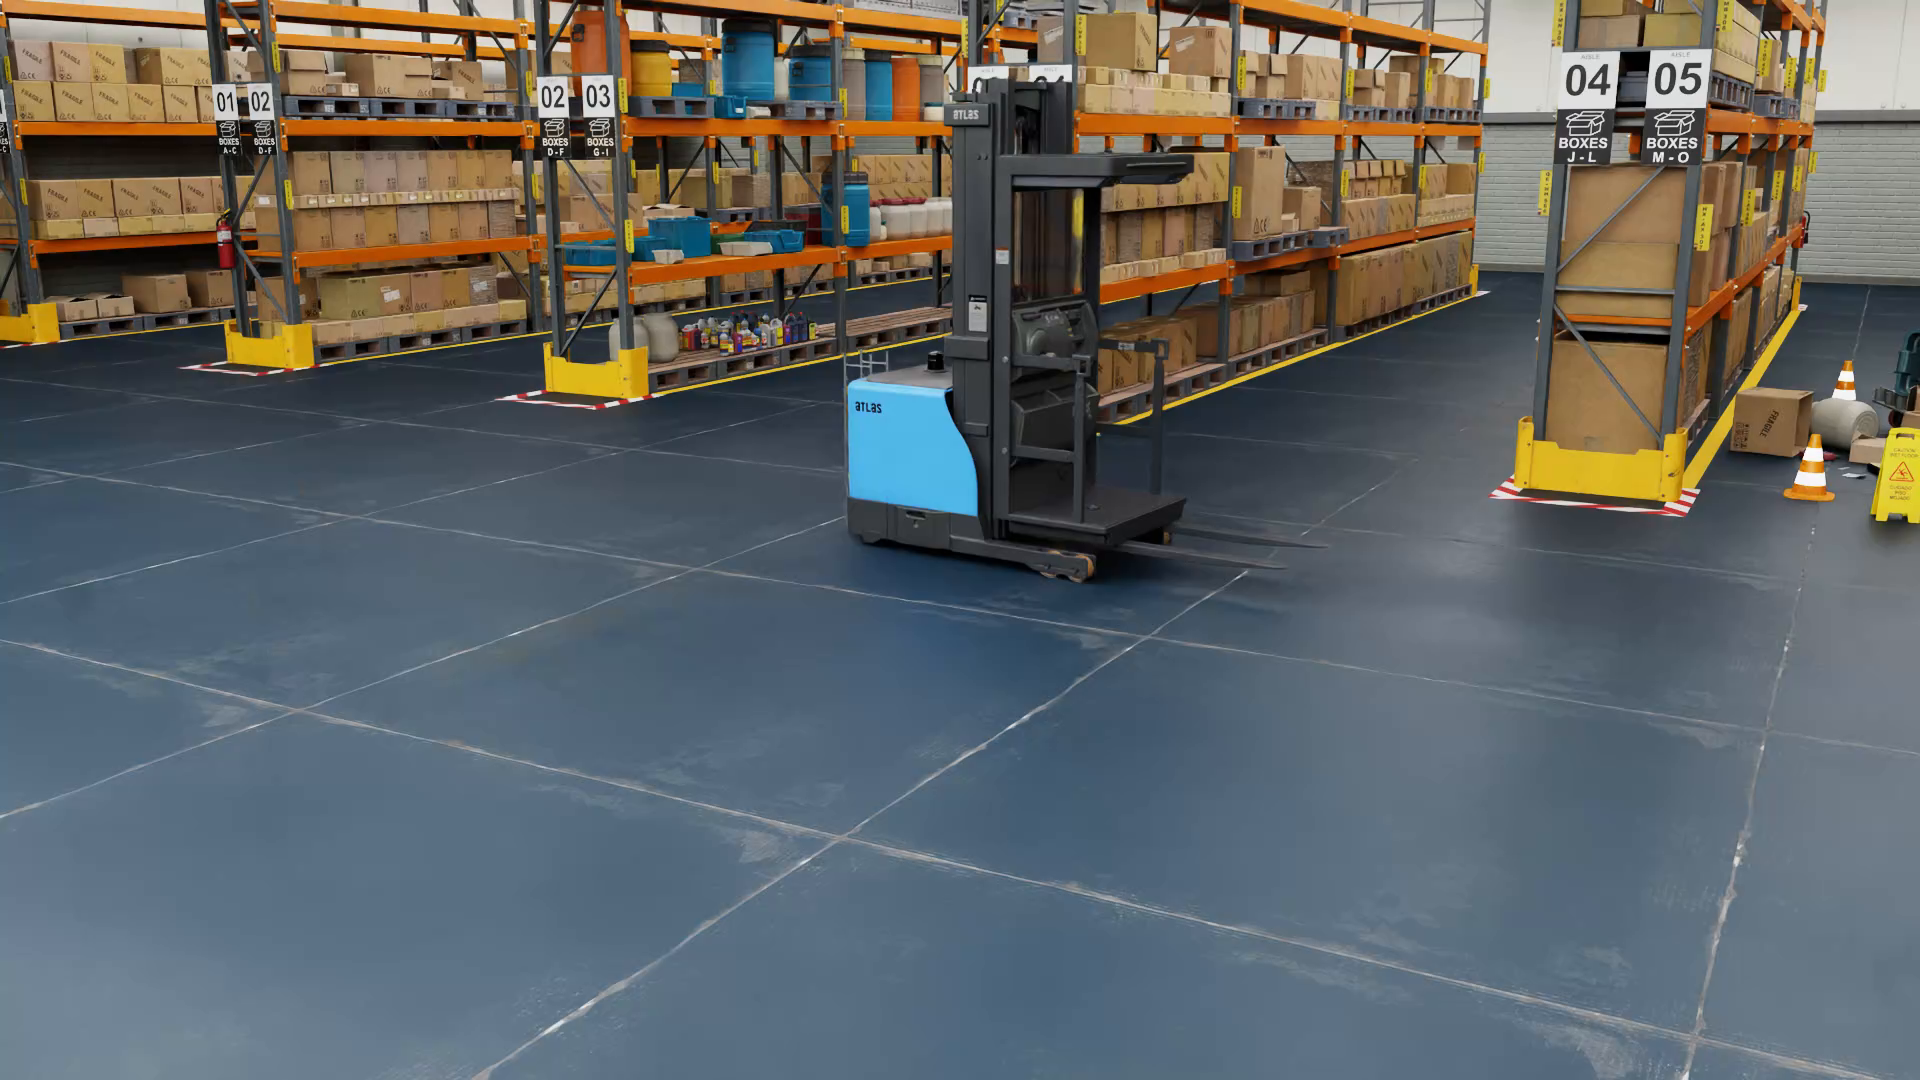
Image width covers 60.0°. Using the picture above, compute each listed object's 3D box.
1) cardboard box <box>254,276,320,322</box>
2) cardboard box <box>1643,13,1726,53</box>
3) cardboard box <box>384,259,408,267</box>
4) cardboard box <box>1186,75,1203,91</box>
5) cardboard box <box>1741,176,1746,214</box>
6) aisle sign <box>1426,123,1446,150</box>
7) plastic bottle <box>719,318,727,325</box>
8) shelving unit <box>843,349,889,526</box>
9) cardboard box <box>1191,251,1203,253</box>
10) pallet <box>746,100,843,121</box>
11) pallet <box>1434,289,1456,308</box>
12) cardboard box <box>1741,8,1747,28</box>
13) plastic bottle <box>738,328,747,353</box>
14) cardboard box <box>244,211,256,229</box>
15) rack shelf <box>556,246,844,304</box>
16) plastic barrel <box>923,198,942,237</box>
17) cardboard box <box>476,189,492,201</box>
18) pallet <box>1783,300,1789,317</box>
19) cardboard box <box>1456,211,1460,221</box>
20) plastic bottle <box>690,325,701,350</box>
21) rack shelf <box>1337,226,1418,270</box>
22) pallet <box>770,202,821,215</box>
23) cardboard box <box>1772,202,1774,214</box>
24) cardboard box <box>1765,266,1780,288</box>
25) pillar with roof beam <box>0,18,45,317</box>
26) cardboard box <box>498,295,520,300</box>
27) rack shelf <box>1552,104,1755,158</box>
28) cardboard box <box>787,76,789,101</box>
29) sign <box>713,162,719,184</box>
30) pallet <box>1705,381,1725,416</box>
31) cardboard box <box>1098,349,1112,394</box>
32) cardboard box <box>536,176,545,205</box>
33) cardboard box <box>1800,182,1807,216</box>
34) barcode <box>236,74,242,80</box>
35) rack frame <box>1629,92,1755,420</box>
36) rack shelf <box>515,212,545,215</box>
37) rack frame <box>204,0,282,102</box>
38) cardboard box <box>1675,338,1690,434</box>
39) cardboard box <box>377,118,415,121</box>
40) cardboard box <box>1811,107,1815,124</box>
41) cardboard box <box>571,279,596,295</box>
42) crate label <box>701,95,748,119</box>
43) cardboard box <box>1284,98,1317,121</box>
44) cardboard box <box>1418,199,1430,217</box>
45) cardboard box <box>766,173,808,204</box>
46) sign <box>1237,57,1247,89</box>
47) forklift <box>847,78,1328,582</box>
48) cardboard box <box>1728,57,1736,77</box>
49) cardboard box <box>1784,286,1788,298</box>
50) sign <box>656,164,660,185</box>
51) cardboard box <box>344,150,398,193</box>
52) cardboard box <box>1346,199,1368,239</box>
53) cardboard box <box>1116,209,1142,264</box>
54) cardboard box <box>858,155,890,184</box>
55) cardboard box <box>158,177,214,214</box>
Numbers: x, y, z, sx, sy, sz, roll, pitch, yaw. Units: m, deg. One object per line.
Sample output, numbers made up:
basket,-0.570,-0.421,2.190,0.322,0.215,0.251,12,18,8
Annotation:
cardboard box,-8.136,-2.920,20.115,0.500,0.500,0.500,7,15,28
cardboard box,5.286,-3.691,12.118,0.500,0.250,0.500,7,15,28
cardboard box,-9.475,-4.393,27.251,0.700,0.500,0.500,7,15,28
cardboard box,2.199,-4.556,16.600,0.380,0.149,0.250,7,15,26
cardboard box,7.733,-3.609,17.256,0.700,0.500,0.500,7,15,27
aisle sign,8.042,-7.016,28.188,0.394,0.787,0.004,7,15,28
plastic bottle,-2.828,-2.509,19.900,0.061,0.283,0.133,8,16,31
shelving unit,-0.631,-0.682,11.300,0.258,1.200,0.189,9,16,33
cardboard box,2.319,-2.947,17.394,0.380,0.149,0.250,7,15,28
pallet,-2.131,-5.010,19.417,1.213,0.211,1.003,7,15,28
pallet,7.361,-3.926,26.866,1.003,0.211,1.213,7,15,28
cardboard box,6.130,-4.212,13.432,0.380,0.149,0.250,8,16,29
plastic bottle,-2.486,-2.276,18.959,0.097,0.271,0.097,0,14,0
cardboard box,-10.503,-4.730,24.532,0.500,0.250,0.500,7,15,28
rack shelf,-2.834,-3.043,18.789,1.077,0.370,4.000,7,15,28
plastic barrel,-0.448,-4.356,22.463,0.421,0.512,0.421,0,14,0
cardboard box,-6.391,-4.544,21.884,0.380,0.149,0.250,7,15,26
pallet,12.102,-3.587,25.461,1.003,0.211,1.213,7,15,28
cardboard box,7.893,-5.261,26.993,0.380,0.149,0.250,7,15,27
plastic bottle,-3.058,-2.338,19.190,0.061,0.283,0.133,7,15,28
rack shelf,5.369,-4.123,23.269,1.077,0.370,4.000,7,15,28
pallet,-2.816,-5.761,28.939,1.003,0.211,1.213,7,15,28
cardboard box,10.105,-4.208,21.094,0.380,0.149,0.250,6,15,25
cardboard box,10.490,-3.472,21.873,0.500,0.250,0.500,7,15,27
pillar with roof beam,-9.124,-6.775,19.934,9.100,9.000,0.400,7,15,28
cardboard box,-6.255,-3.350,23.500,0.500,0.250,0.500,7,15,27
rack shelf,5.795,-3.357,13.692,1.077,0.370,4.000,7,15,28
cardboard box,-2.945,-7.531,28.148,0.600,0.600,0.600,7,15,27
sign,-3.780,-5.686,25.748,0.100,0.325,0.005,7,15,28
pallet,7.069,-1.470,16.681,1.003,0.211,1.213,7,15,28
cardboard box,1.110,-1.662,15.967,0.500,0.500,0.500,13,19,43
cardboard box,-7.645,-6.227,29.574,0.500,0.500,0.500,7,15,28
cardboard box,12.571,-5.193,25.324,0.500,0.500,0.500,8,16,29
barcode,-8.412,-5.401,19.397,0.001,0.075,0.075,7,15,28
rack frame,6.762,-2.659,15.662,1.000,3.000,0.127,7,15,28
rack shelf,-7.639,-5.806,30.253,1.077,0.370,4.000,7,15,28
rack frame,-8.135,-6.460,18.630,1.000,3.000,0.127,7,15,28
cardboard box,5.521,-1.337,13.815,0.875,0.875,0.875,7,15,27
cardboard box,-9.314,-7.008,27.041,0.797,0.503,0.637,10,17,36
cardboard box,12.334,-6.277,24.591,0.500,0.250,0.500,7,15,28
cardboard box,-5.537,-3.663,23.603,0.500,0.311,0.500,7,15,27
crate label,-2.607,-4.714,18.106,0.502,0.251,0.408,7,15,28
cardboard box,3.914,-5.116,19.774,0.500,0.250,0.500,8,16,30
cardboard box,6.792,-5.021,25.146,0.500,0.250,0.500,7,15,27
cardboard box,-3.036,-6.039,28.572,0.700,0.500,0.500,10,17,37
sign,2.947,-4.891,17.418,0.100,0.325,0.005,7,15,28
forklift,0.765,-1.311,10.218,3.031,2.935,1.130,9,16,33
cardboard box,5.884,-3.720,13.090,0.380,0.149,0.250,7,15,28
cardboard box,11.820,-3.618,24.194,0.380,0.149,0.250,8,15,29
sign,-4.747,-5.769,26.262,0.100,0.325,0.005,7,15,28
cardboard box,-7.380,-4.540,20.485,0.700,0.500,0.500,7,15,28
cardboard box,5.123,-4.286,22.197,0.500,0.500,0.500,7,15,27
cardboard box,1.241,-2.938,15.970,0.875,0.500,0.500,7,15,28
cardboard box,-1.611,-6.711,30.125,0.500,0.500,0.500,7,15,26
cardboard box,-10.987,-4.889,23.591,0.500,0.500,0.500,7,15,26
